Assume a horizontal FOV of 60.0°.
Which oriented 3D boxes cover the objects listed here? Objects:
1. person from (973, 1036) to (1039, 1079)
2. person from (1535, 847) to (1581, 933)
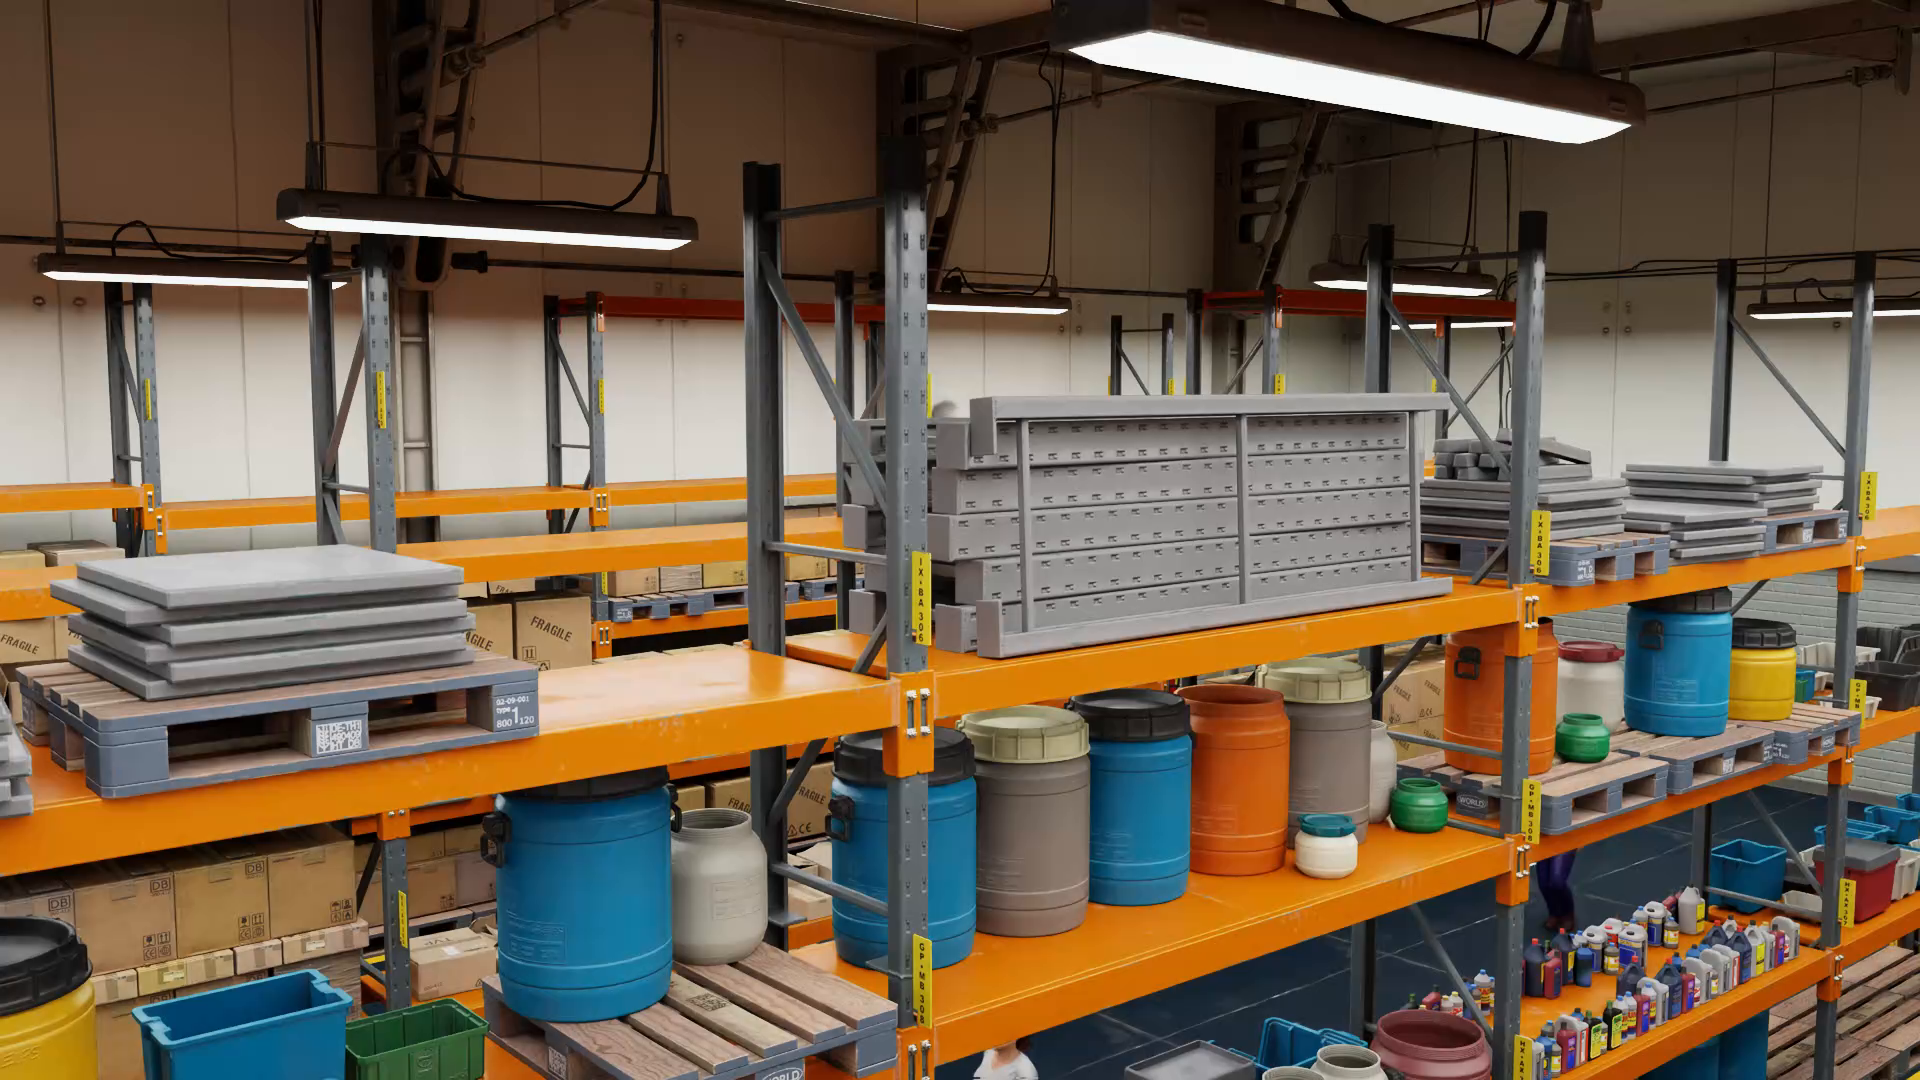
[{"bbox_3d":[0.247,3.439,9.312,0.532,1.725,0.753,5,7,42],"label":"person"},{"bbox_3d":[5.537,2.866,15.558,0.610,1.625,0.612,4,7,39],"label":"person"}]
